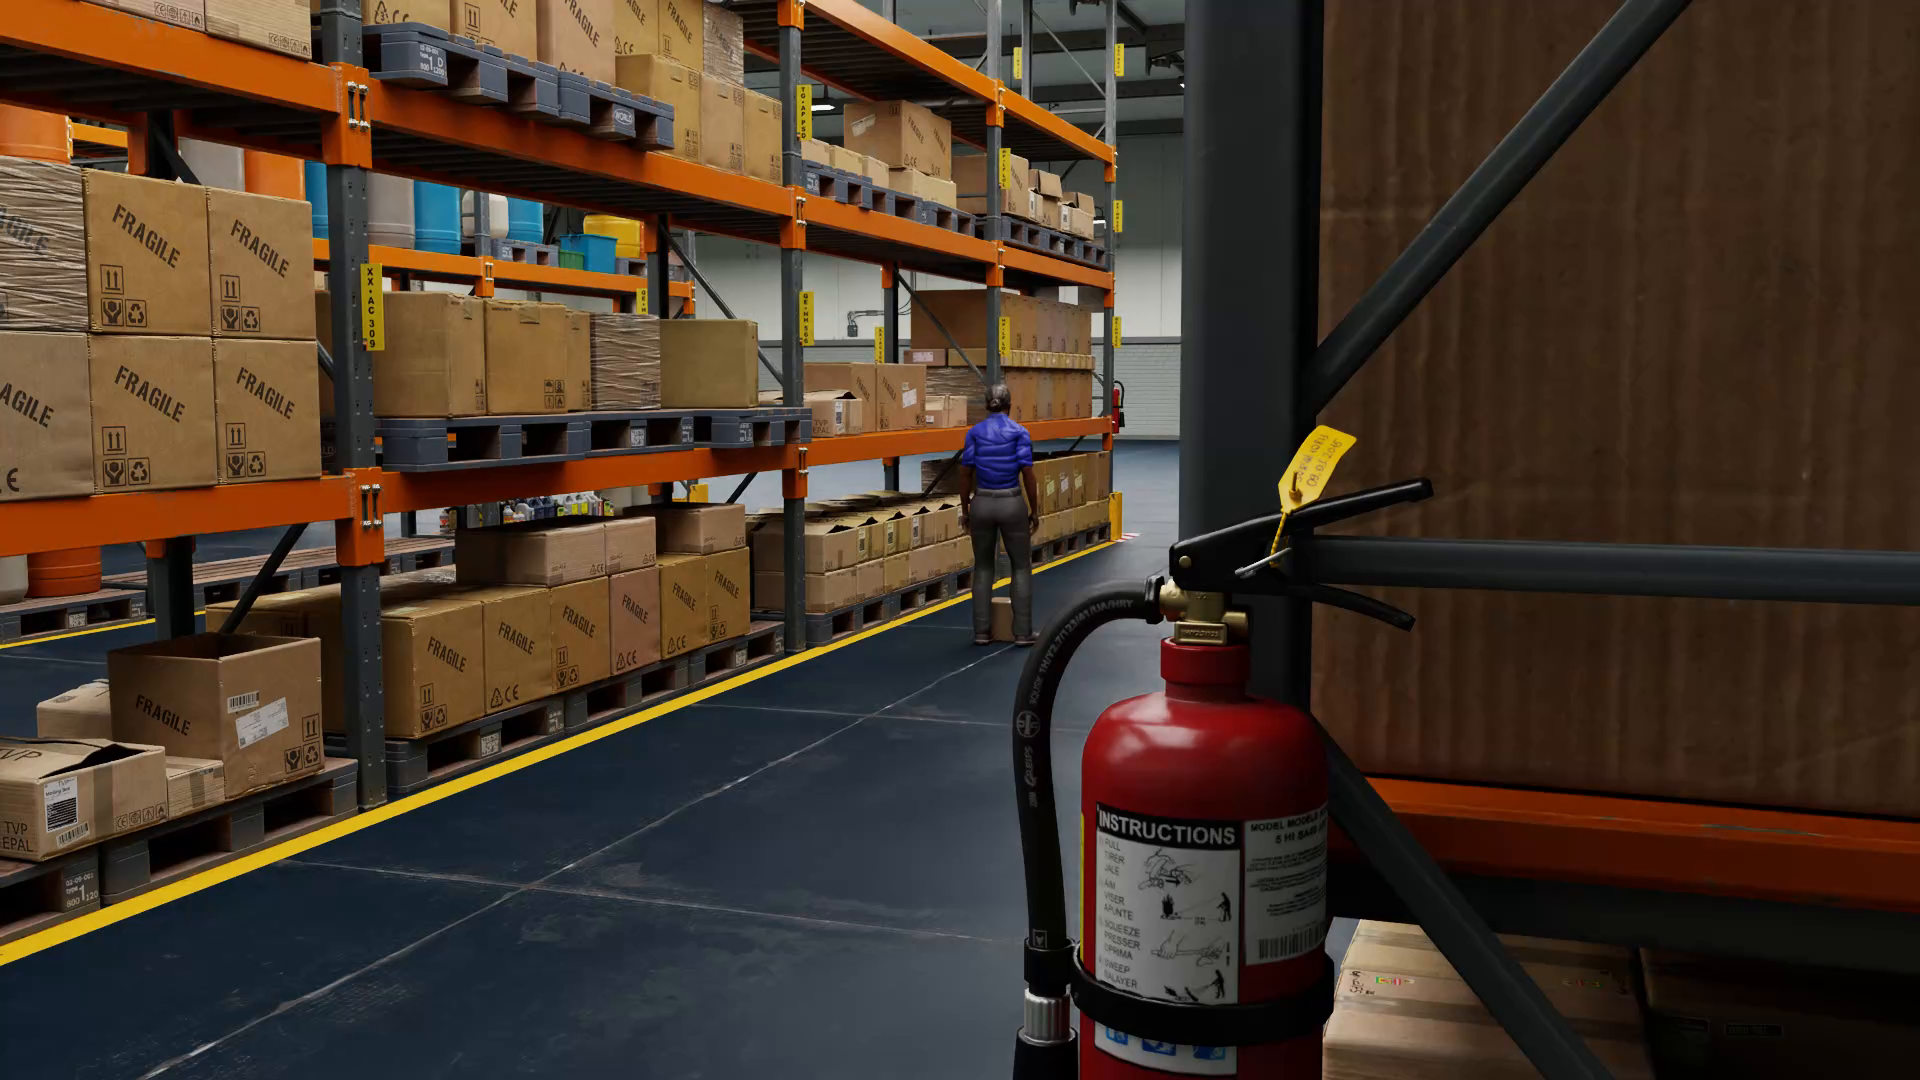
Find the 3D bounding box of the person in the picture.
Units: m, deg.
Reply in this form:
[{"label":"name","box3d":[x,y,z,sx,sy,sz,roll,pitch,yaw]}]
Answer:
[{"label":"person","box3d":[0.260,-0.163,10.521,0.531,1.656,0.346,1,6,15]}]
